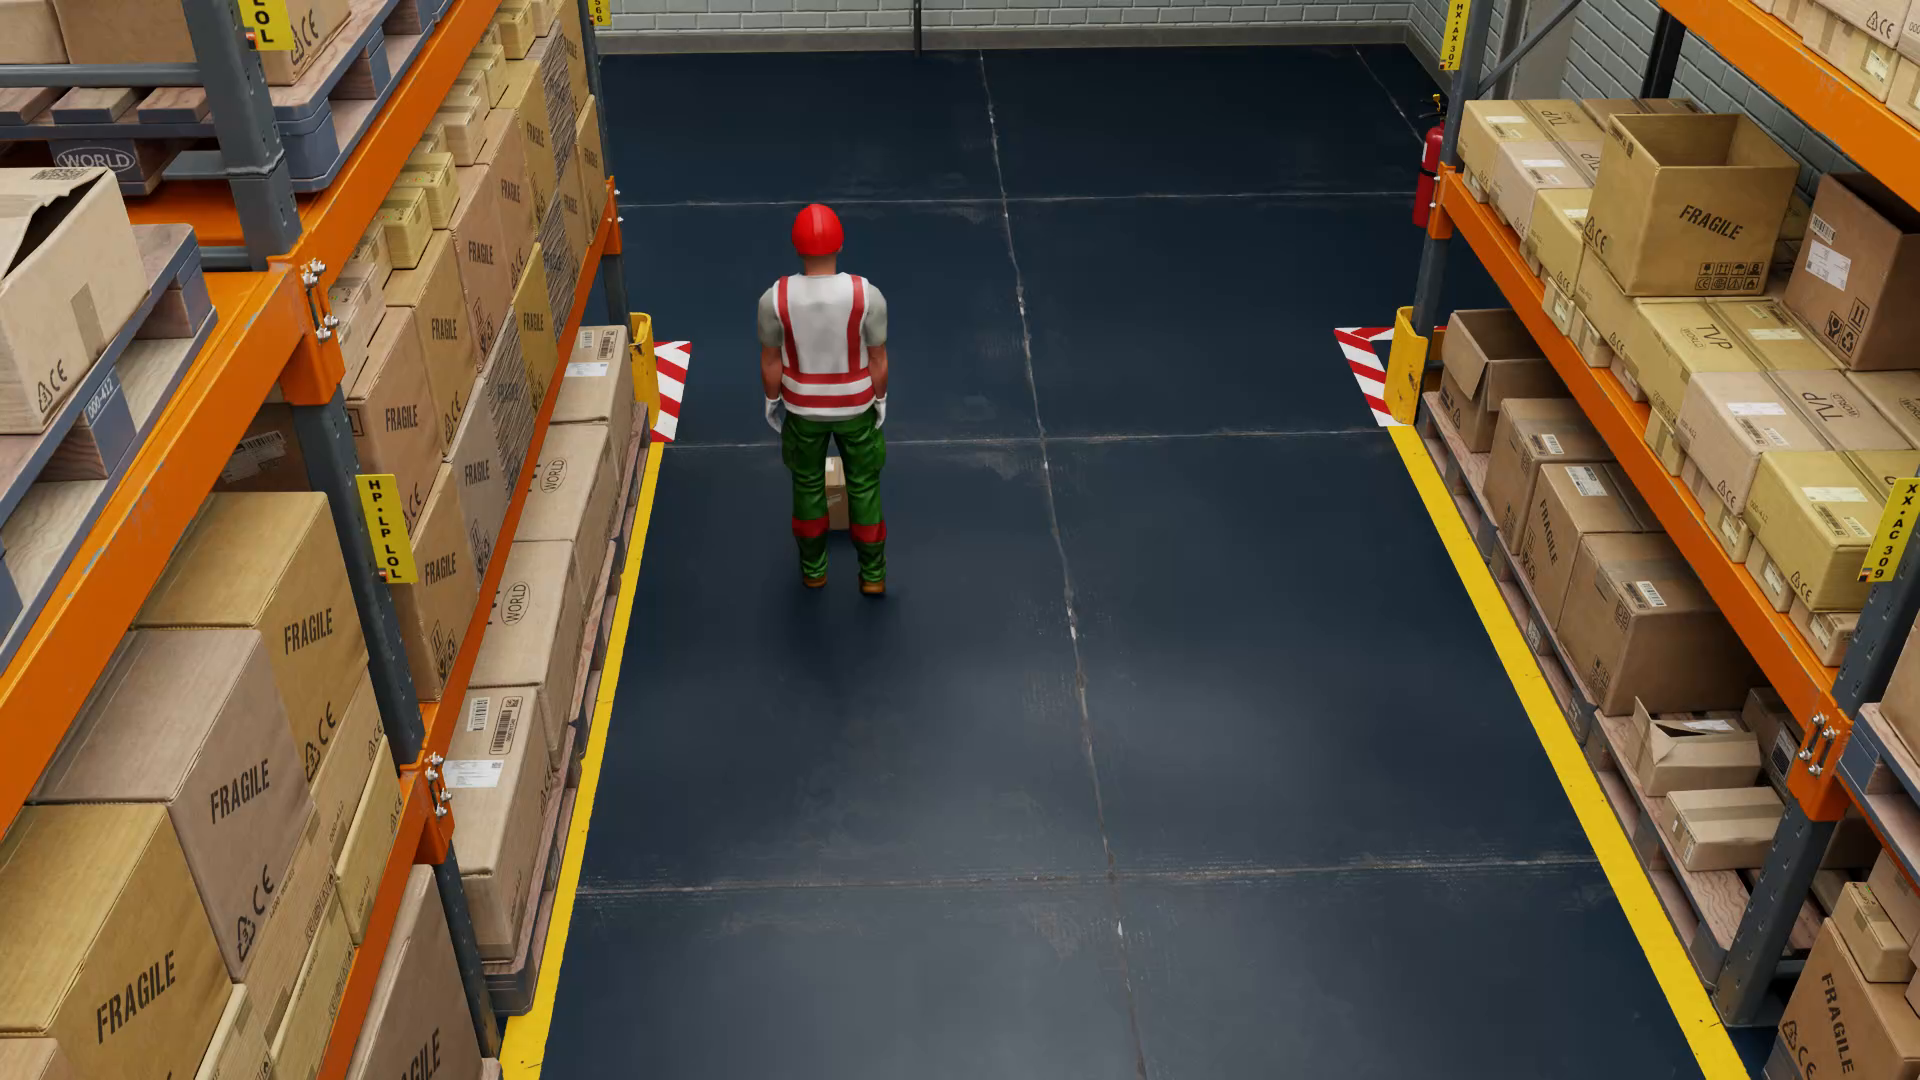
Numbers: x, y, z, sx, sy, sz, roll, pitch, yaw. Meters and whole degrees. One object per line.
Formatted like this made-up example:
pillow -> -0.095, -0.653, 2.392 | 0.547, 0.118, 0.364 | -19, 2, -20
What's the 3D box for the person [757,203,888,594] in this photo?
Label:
person -> -0.554, -0.559, 6.967 | 0.527, 1.836, 0.374 | -1, 35, -1
